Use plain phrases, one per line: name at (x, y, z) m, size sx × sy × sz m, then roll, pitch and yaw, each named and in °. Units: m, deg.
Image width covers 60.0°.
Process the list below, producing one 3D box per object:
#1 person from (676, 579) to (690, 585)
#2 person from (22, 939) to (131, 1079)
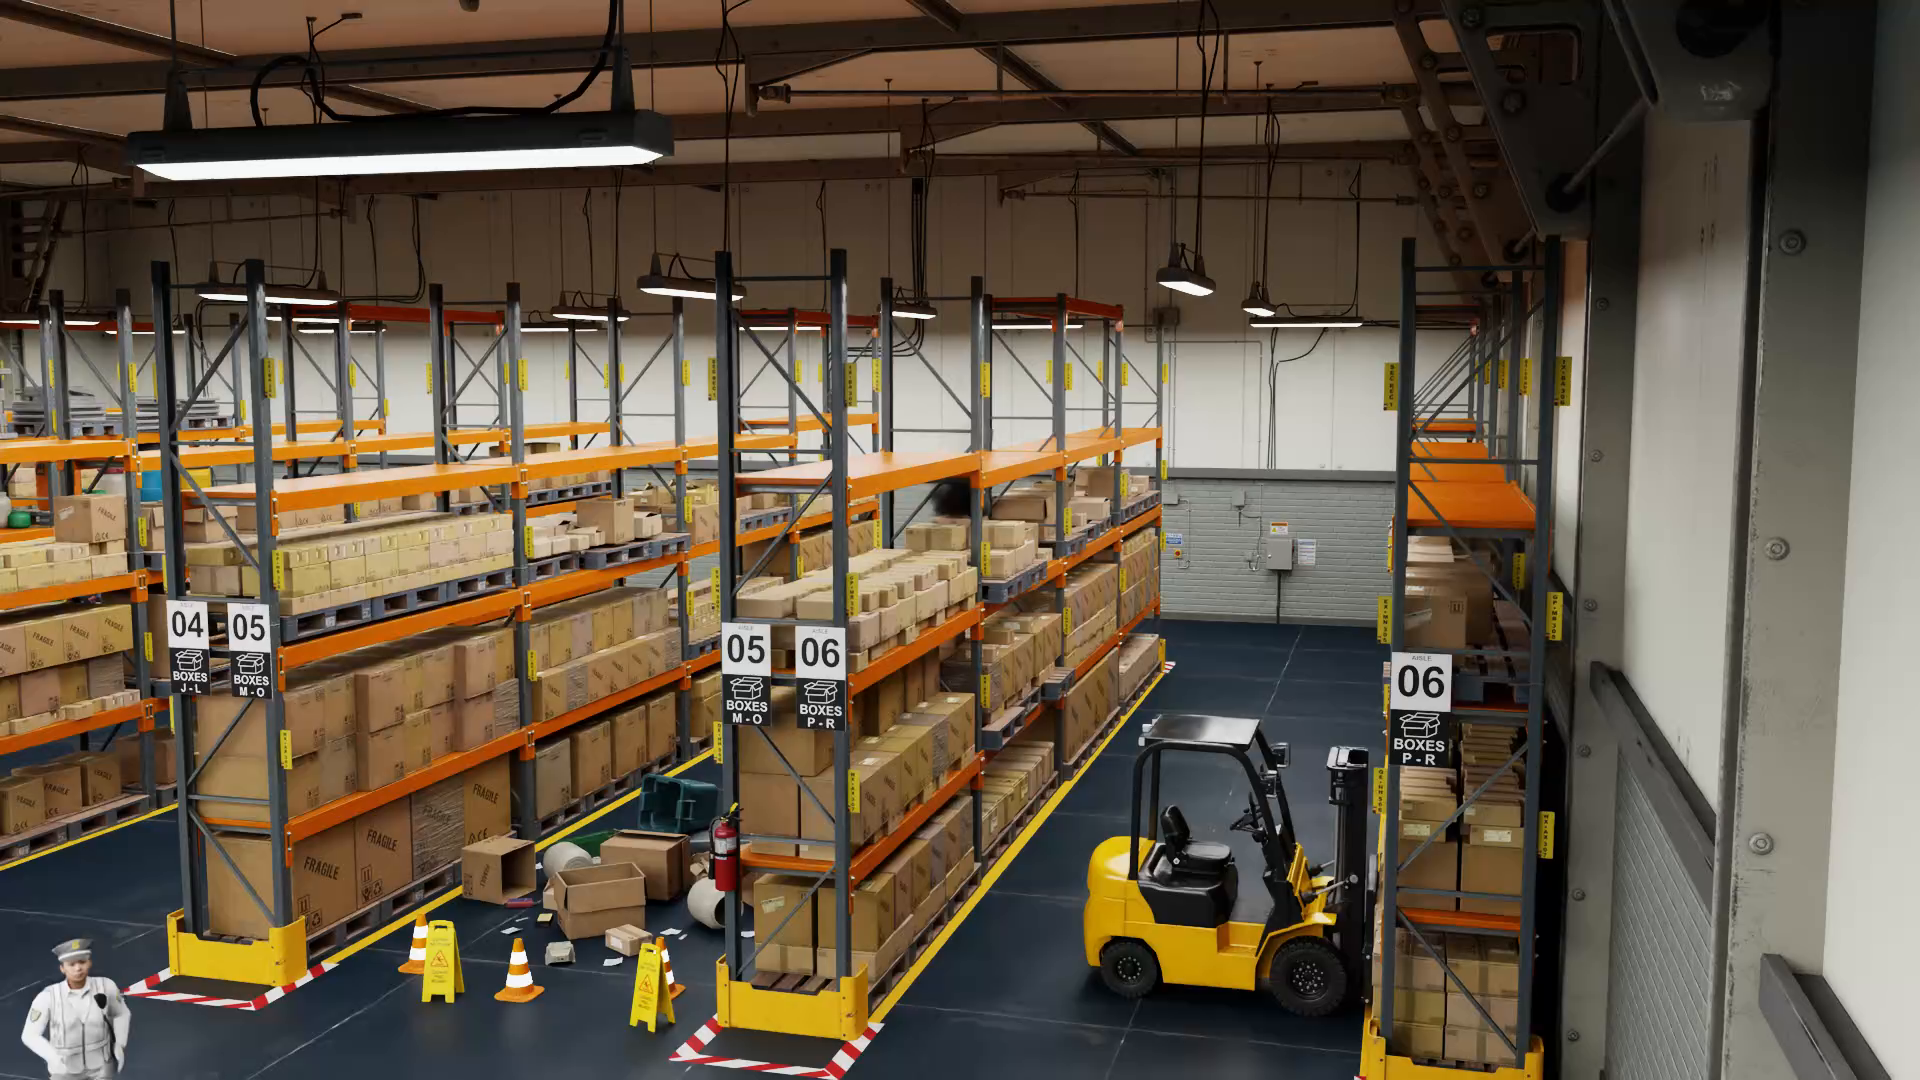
person at (-4.474, 1.447, 27.092) m, size 0.711 × 1.726 × 0.712 m, roll 2°, pitch 6°, yaw 18°
person at (-5.454, 3.258, 10.316) m, size 0.616 × 1.651 × 0.620 m, roll -4°, pitch 8°, yaw -37°
